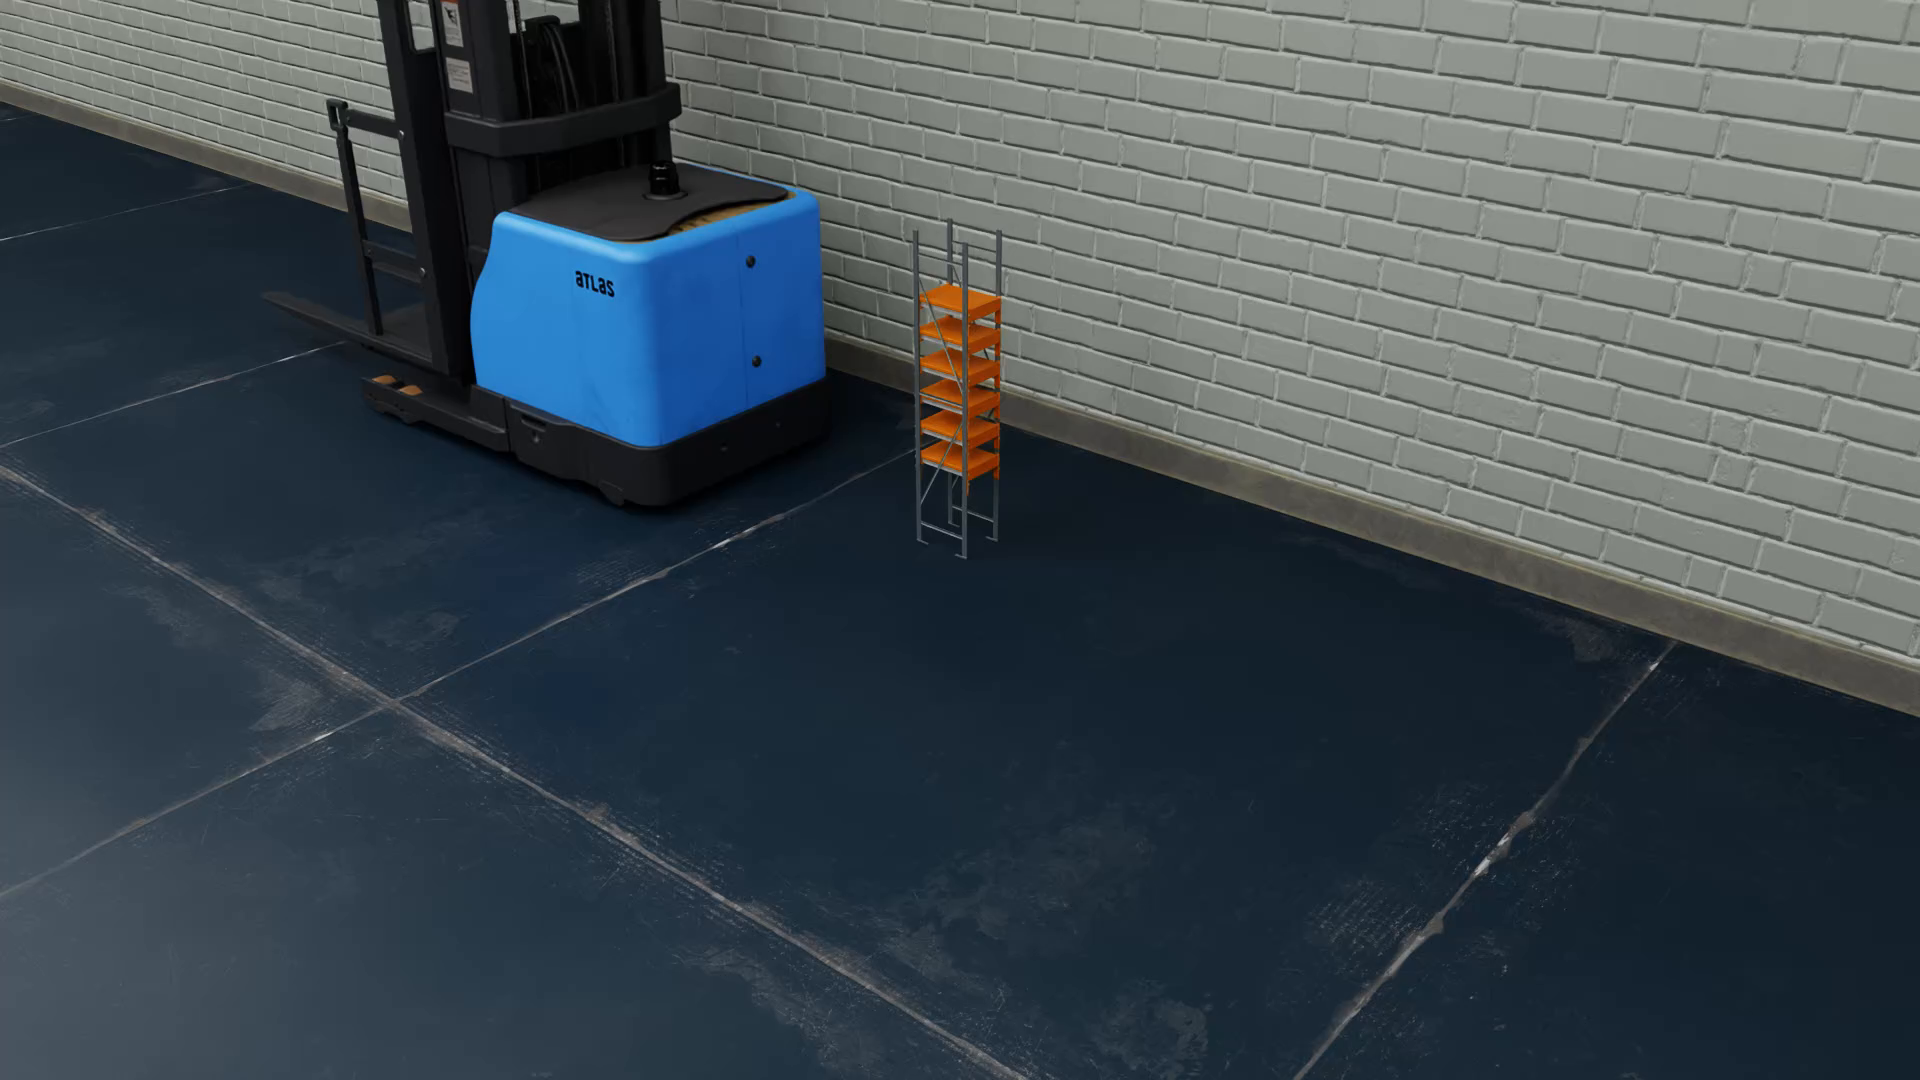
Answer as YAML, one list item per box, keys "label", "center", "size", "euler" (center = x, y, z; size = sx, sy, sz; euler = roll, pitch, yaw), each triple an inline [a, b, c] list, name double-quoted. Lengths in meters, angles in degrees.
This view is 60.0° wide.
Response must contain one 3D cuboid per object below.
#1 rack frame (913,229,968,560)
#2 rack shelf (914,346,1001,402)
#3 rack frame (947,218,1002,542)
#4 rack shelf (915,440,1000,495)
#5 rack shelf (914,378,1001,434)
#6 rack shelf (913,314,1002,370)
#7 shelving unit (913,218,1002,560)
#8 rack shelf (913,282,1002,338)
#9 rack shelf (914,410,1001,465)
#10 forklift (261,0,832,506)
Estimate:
- label: "rack frame"
  center: [-0.067, -0.495, 5.902]
  size: [0.240, 1.200, 0.006]
  euler: [21, 34, 34]
- label: "rack shelf"
  center: [-0.009, -0.595, 5.930]
  size: [0.258, 0.103, 0.180]
  euler: [21, 34, 34]
- label: "rack frame"
  center: [0.049, -0.560, 6.027]
  size: [0.240, 1.200, 0.006]
  euler: [21, 34, 34]
- label: "rack shelf"
  center: [-0.009, -0.275, 6.095]
  size: [0.258, 0.103, 0.180]
  euler: [21, 34, 34]
- label: "rack shelf"
  center: [-0.009, -0.488, 5.985]
  size: [0.258, 0.103, 0.180]
  euler: [21, 34, 34]
- label: "rack shelf"
  center: [-0.009, -0.701, 5.875]
  size: [0.258, 0.103, 0.180]
  euler: [21, 34, 34]
- label: "shelving unit"
  center: [-0.009, -0.528, 5.964]
  size: [0.258, 1.200, 0.189]
  euler: [21, 34, 34]
- label: "rack shelf"
  center: [-0.009, -0.808, 5.819]
  size: [0.258, 0.103, 0.180]
  euler: [21, 34, 34]
- label: "rack shelf"
  center: [-0.009, -0.382, 6.040]
  size: [0.258, 0.103, 0.180]
  euler: [21, 34, 34]
- label: "forklift"
  center: [-2.004, -1.972, 6.872]
  size: [3.031, 2.935, 1.130]
  euler: [20, 34, 34]
